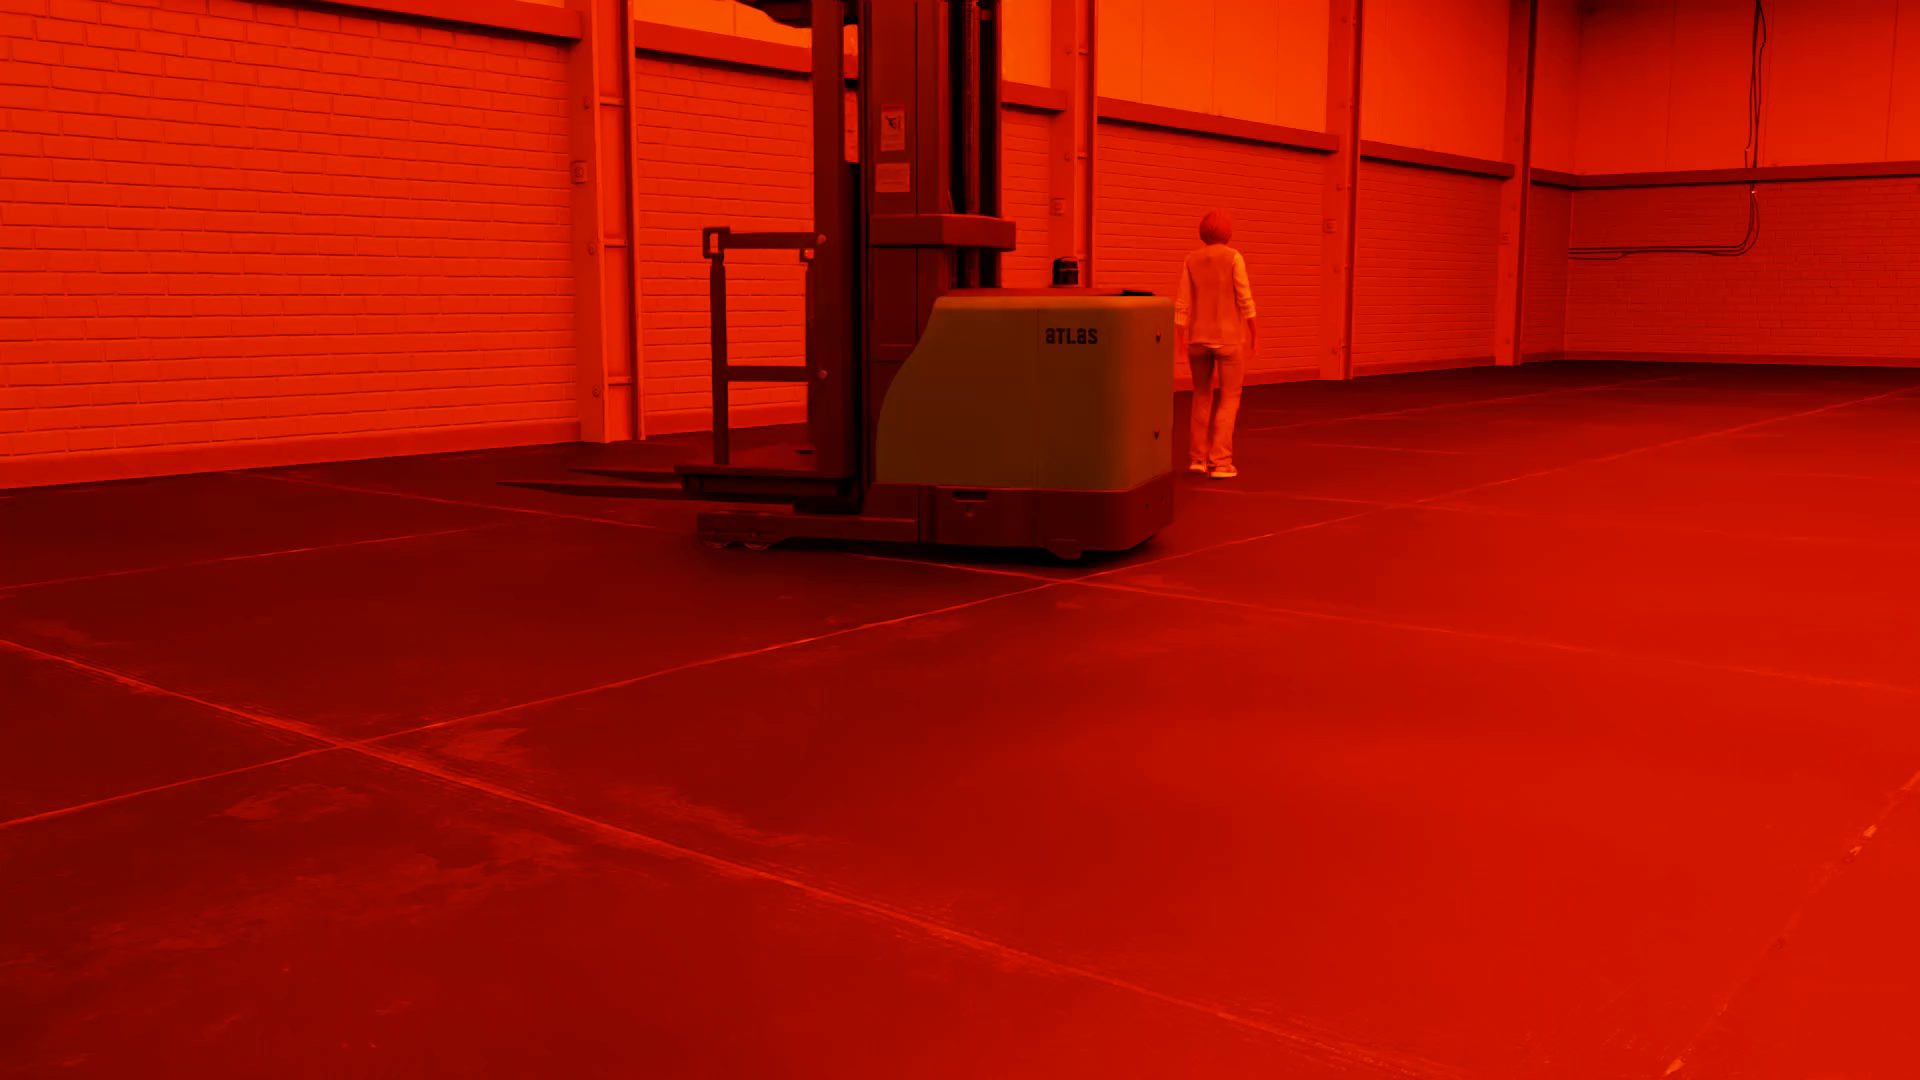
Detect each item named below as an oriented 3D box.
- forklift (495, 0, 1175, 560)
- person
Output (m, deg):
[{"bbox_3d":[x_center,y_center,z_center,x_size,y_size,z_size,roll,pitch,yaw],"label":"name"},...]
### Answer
[{"bbox_3d":[-0.613,-1.472,7.343,3.031,2.935,1.130,3,9,18],"label":"forklift"},{"bbox_3d":[1.553,-1.158,9.958,0.494,1.622,0.477,5,10,32],"label":"person"}]
